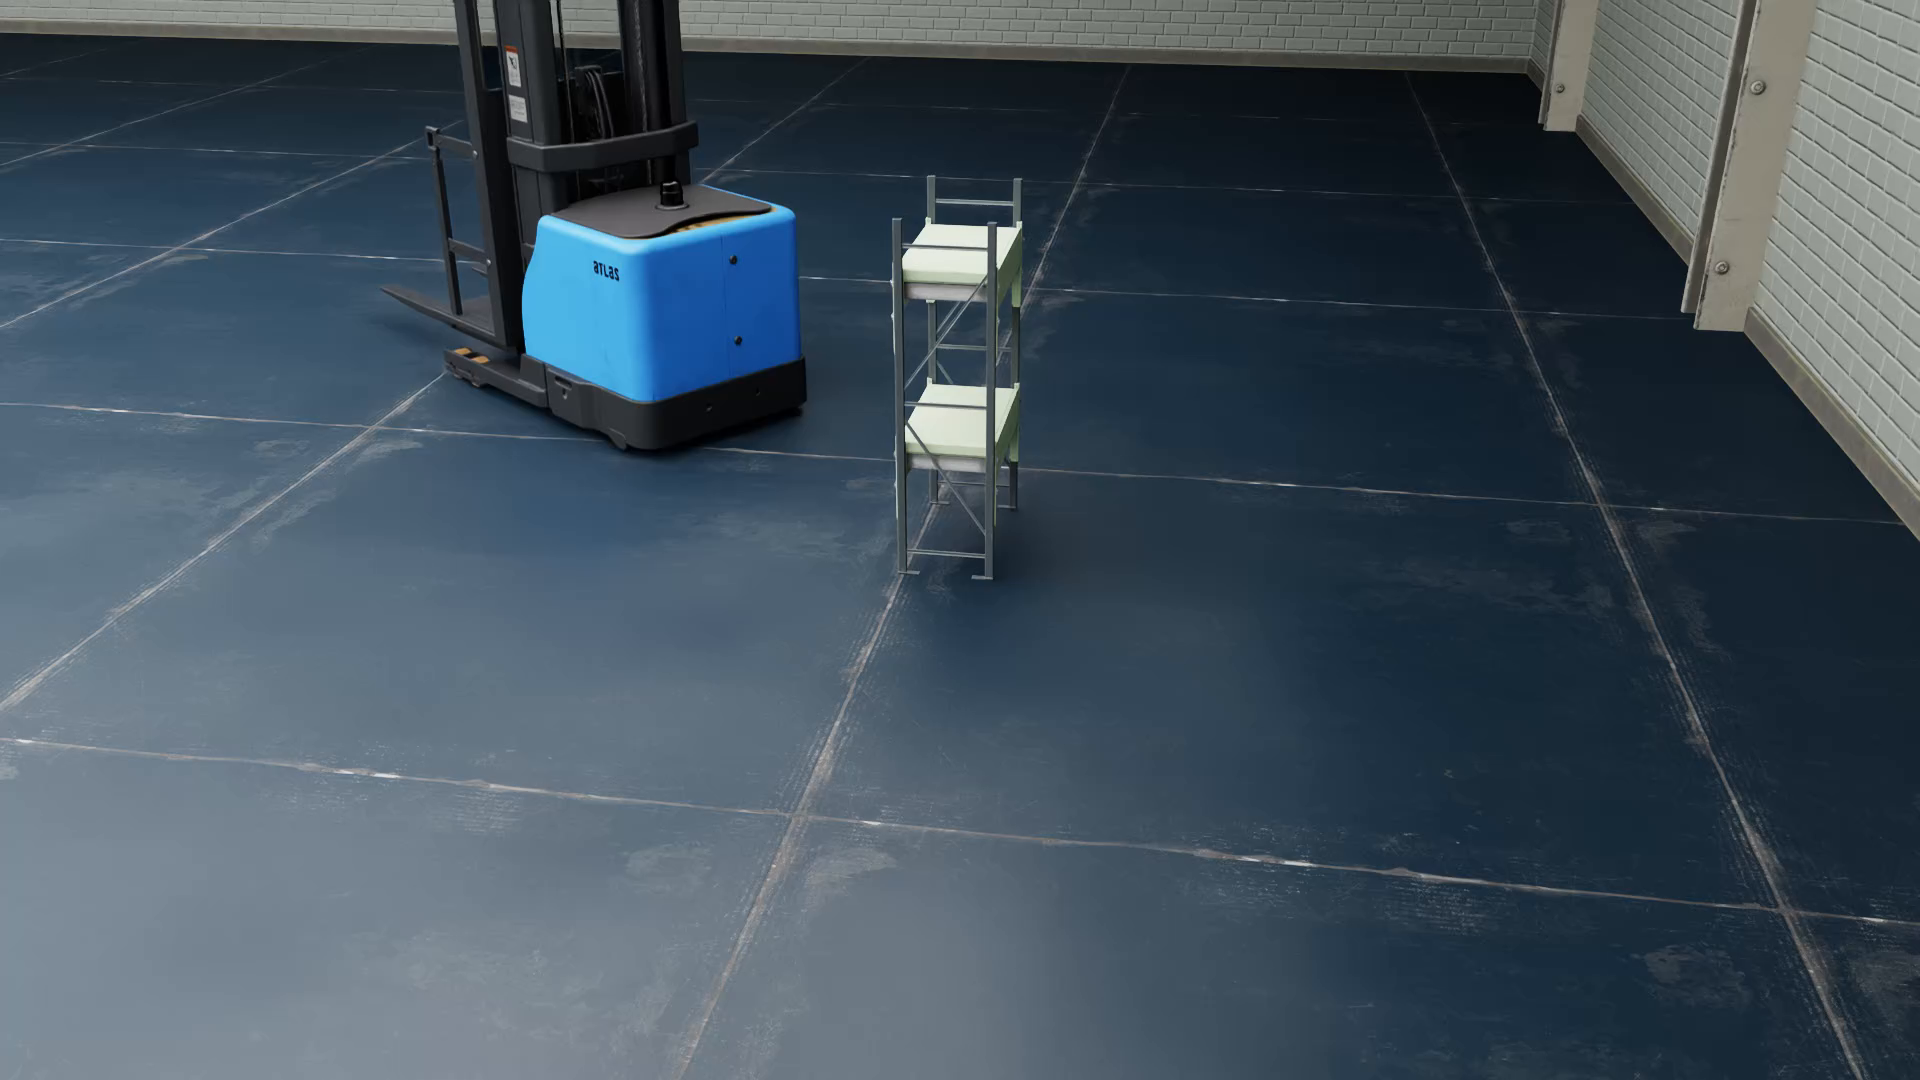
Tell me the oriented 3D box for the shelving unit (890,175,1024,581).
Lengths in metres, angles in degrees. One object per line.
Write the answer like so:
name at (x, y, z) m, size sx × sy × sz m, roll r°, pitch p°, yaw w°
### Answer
shelving unit at (0.001, -0.682, 6.938) m, size 0.431 × 1.500 × 0.755 m, roll 4°, pitch 25°, yaw 9°

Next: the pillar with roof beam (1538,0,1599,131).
pillar with roof beam at (1.314, -8.215, 14.186) m, size 9.100 × 9.000 × 0.400 m, roll 4°, pitch 25°, yaw 9°

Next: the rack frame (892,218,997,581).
rack frame at (-0.059, -0.529, 6.611) m, size 0.400 × 1.500 × 0.023 m, roll 4°, pitch 25°, yaw 9°

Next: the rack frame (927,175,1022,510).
rack frame at (0.061, -0.835, 7.265) m, size 0.400 × 1.500 × 0.023 m, roll 4°, pitch 25°, yaw 9°

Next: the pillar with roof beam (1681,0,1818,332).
pillar with roof beam at (0.333, -5.706, 8.825) m, size 9.100 × 9.000 × 0.400 m, roll 4°, pitch 25°, yaw 9°

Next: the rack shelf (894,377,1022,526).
rack shelf at (0.001, -0.387, 7.076) m, size 0.431 × 0.370 × 0.720 m, roll 4°, pitch 25°, yaw 9°

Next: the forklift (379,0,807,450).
forklift at (-2.187, -2.292, 8.689) m, size 1.130 × 2.935 × 3.031 m, roll -23°, pitch 33°, yaw -39°

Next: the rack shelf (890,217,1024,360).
rack shelf at (0.001, -1.036, 6.773) m, size 0.431 × 0.370 × 0.720 m, roll 4°, pitch 25°, yaw 9°
